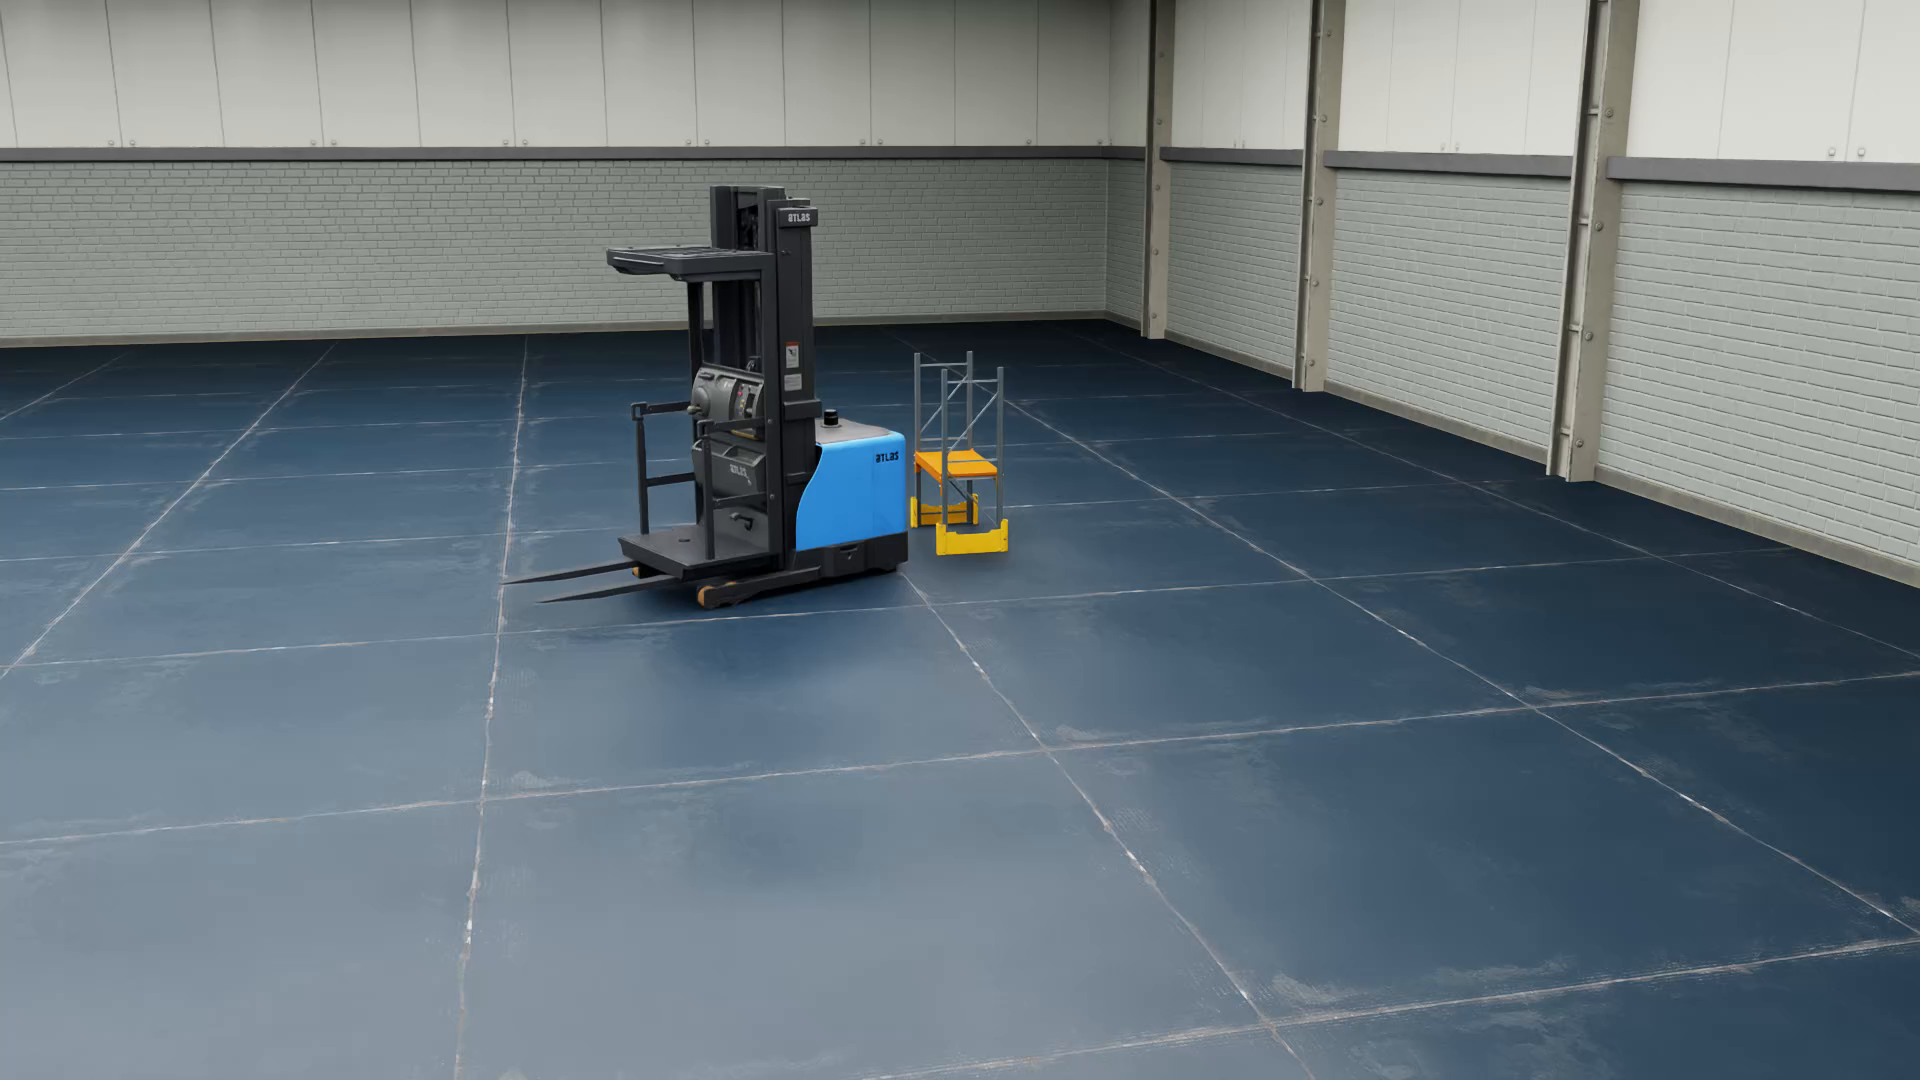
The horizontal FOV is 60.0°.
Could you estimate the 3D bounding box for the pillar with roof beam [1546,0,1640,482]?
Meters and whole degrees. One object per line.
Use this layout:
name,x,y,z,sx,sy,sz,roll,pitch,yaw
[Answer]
pillar with roof beam,1.868,-4.754,14.425,9.100,9.000,0.400,-3,14,-13

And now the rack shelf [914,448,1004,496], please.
rack shelf,-0.020,-0.574,13.872,0.538,0.185,1.000,-3,14,-13

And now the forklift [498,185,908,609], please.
forklift,-1.877,-1.070,12.131,3.031,2.935,1.130,-11,17,-37

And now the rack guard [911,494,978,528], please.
rack guard,-0.135,-0.254,14.440,0.587,0.250,0.087,-3,14,-13

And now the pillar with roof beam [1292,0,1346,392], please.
pillar with roof beam,0.459,-6.138,20.090,9.100,9.000,0.400,-3,14,-13

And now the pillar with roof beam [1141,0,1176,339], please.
pillar with roof beam,-0.951,-7.522,25.756,9.100,9.000,0.400,-3,14,-13

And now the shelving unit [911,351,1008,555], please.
shelving unit,-0.018,-0.746,13.821,0.587,1.500,1.083,-3,14,-13

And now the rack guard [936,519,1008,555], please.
rack guard,0.099,-0.024,13.499,0.587,0.250,0.087,-3,14,-13

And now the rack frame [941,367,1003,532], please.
rack frame,0.099,-0.631,13.350,0.500,1.500,0.032,-3,14,-13

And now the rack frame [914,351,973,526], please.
rack frame,-0.139,-0.866,14.310,0.500,1.500,0.032,-3,14,-13
